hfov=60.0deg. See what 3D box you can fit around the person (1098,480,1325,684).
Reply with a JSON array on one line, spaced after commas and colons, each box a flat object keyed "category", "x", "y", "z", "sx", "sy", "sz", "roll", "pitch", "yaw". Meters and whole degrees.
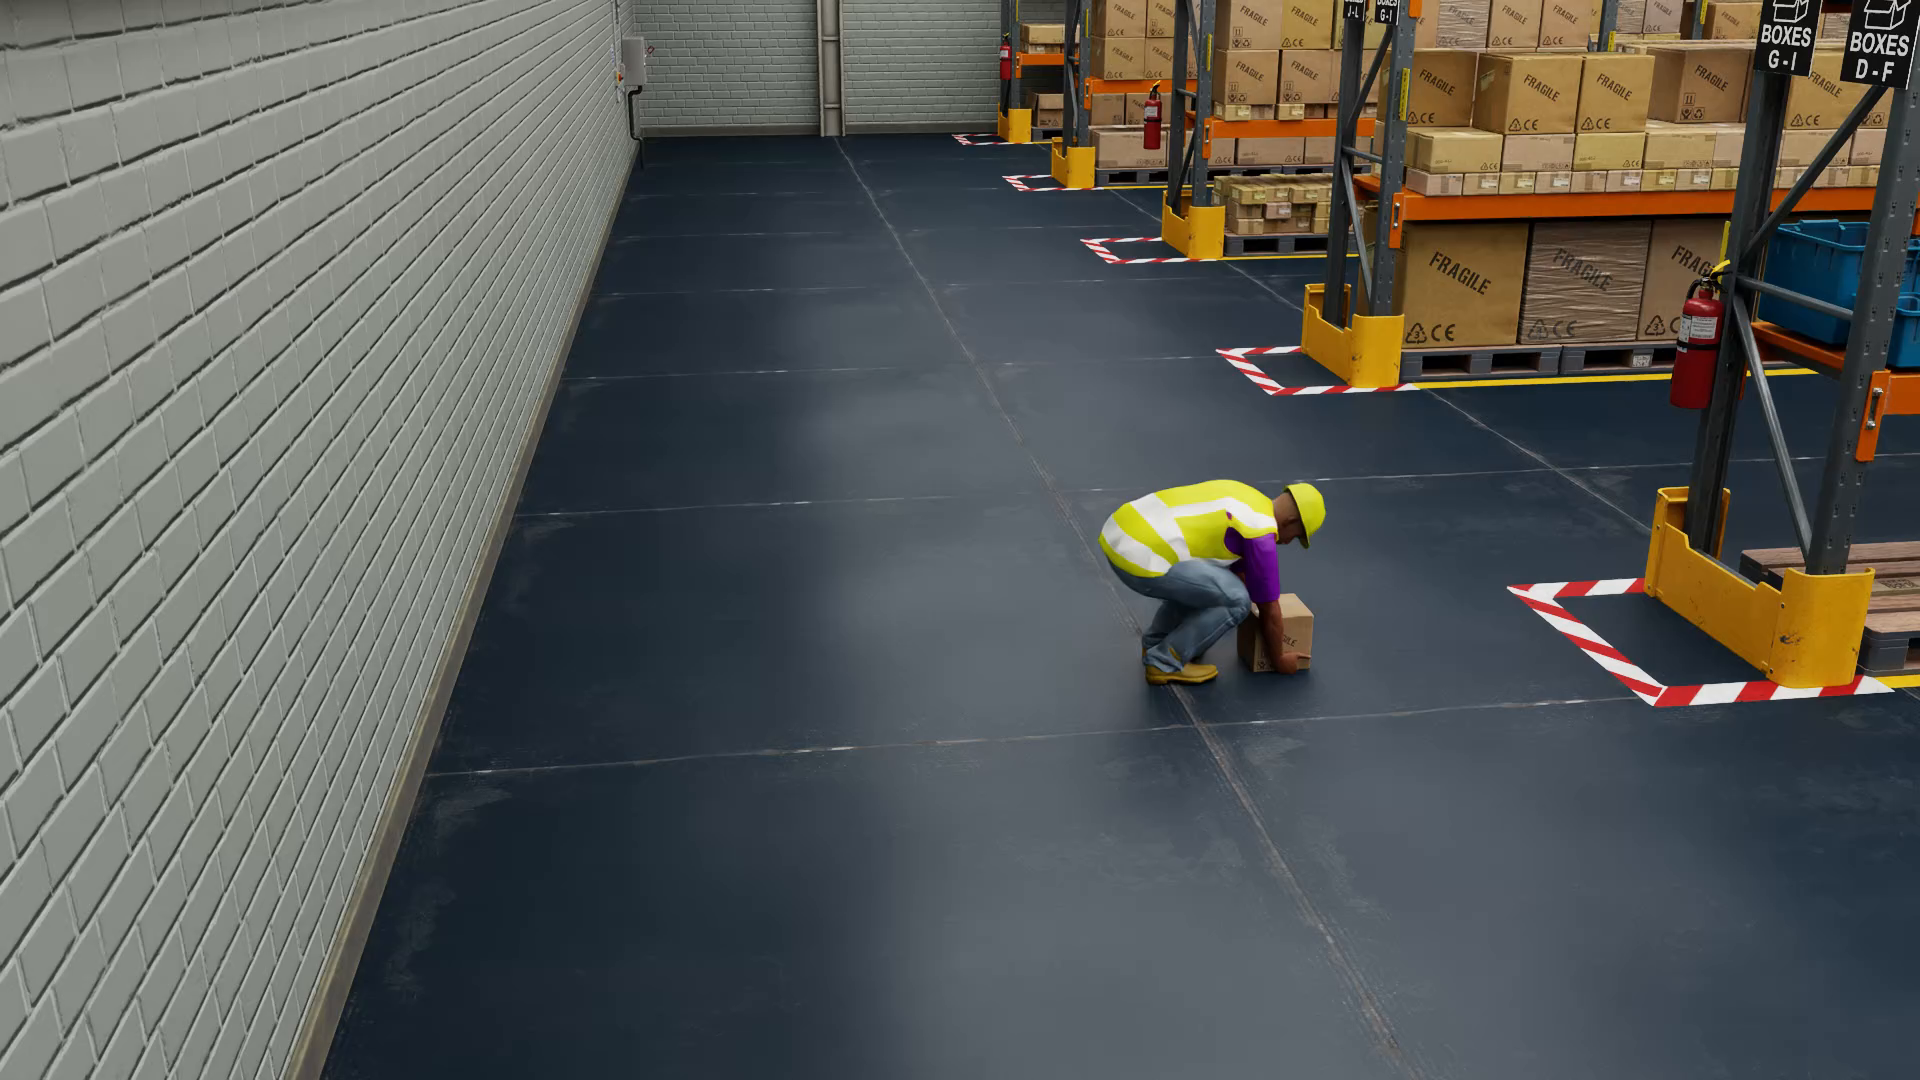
[{"category": "person", "x": 1.068, "y": 0.159, "z": 7.041, "sx": 0.973, "sy": 0.824, "sz": 0.528, "roll": -3, "pitch": 20, "yaw": -9}]
